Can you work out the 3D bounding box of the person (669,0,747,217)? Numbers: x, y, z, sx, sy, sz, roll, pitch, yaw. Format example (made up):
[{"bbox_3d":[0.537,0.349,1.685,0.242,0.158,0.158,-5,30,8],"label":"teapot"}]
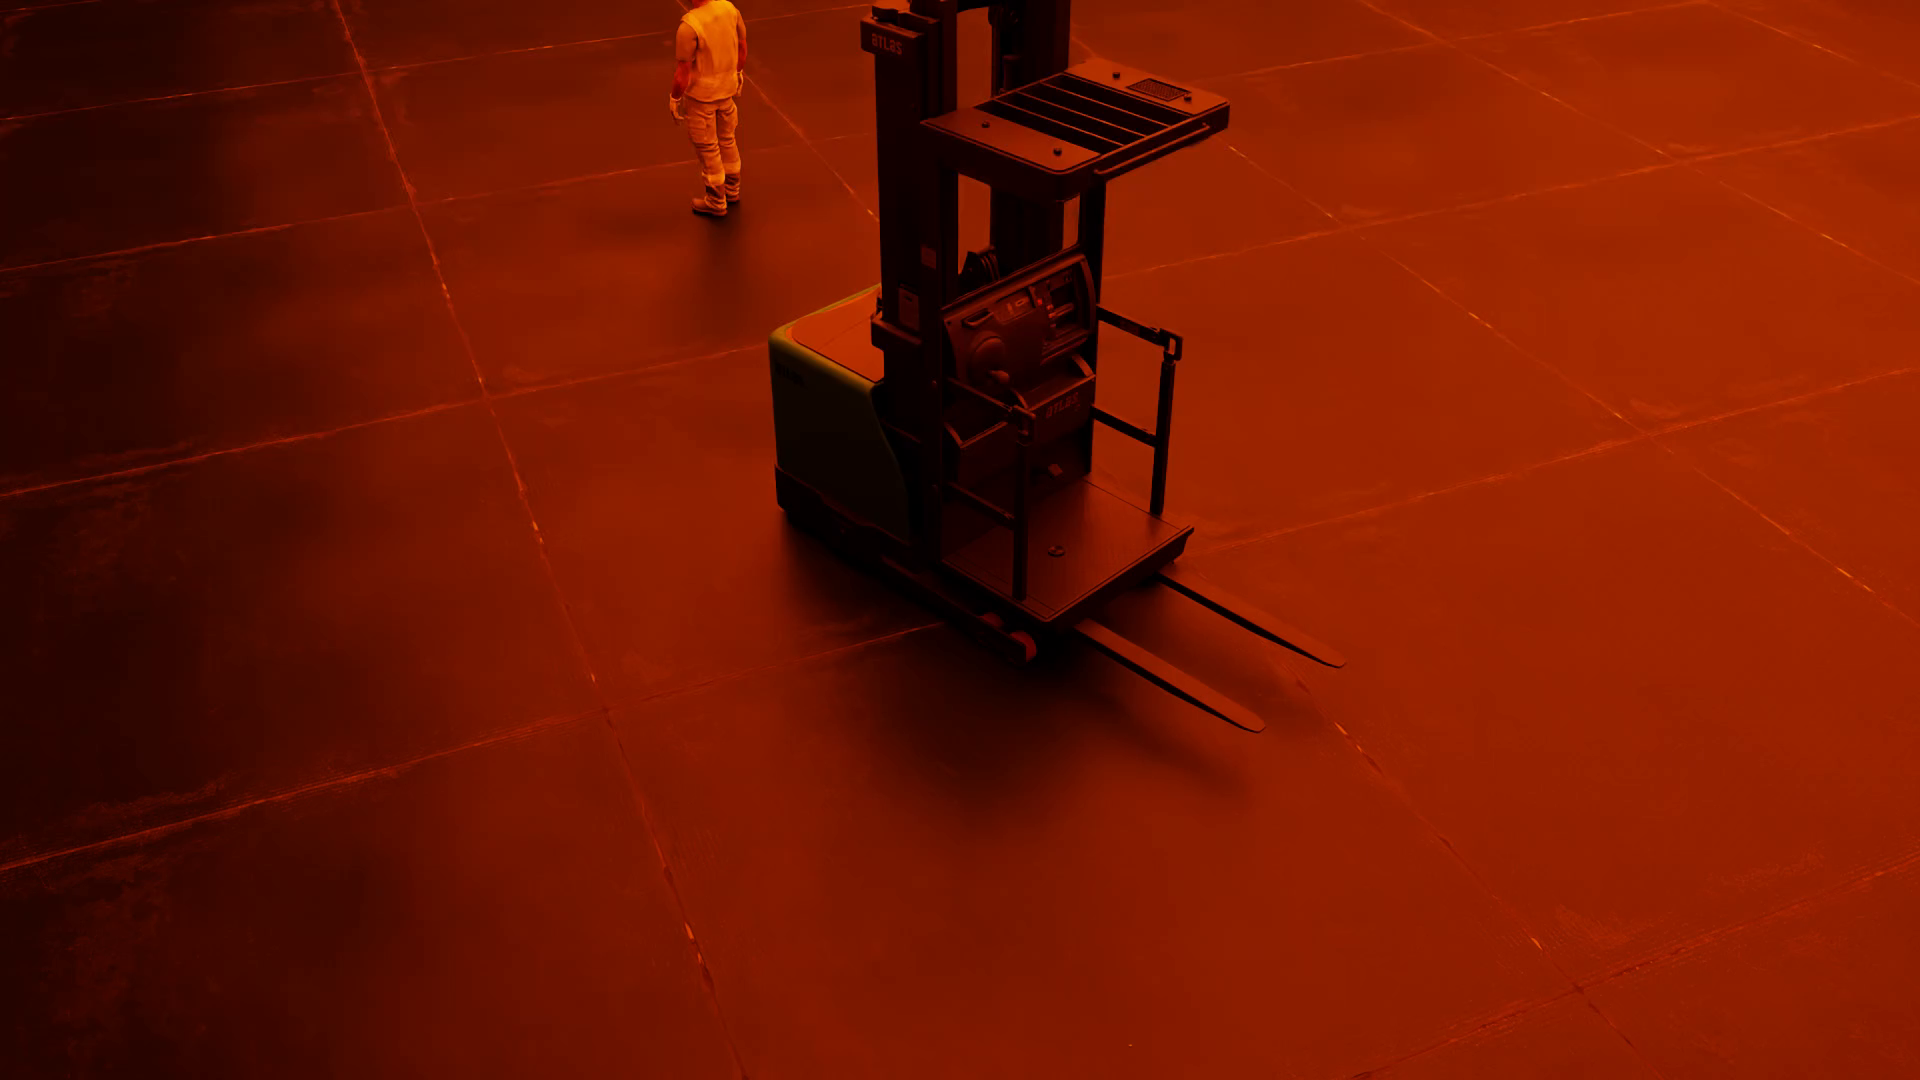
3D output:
[{"bbox_3d":[-1.768,-3.093,11.421,0.564,1.787,0.637,28,44,33],"label":"person"}]

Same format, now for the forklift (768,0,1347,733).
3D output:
[{"bbox_3d":[0.432,-0.946,7.429,3.031,2.935,1.130,30,45,35],"label":"forklift"}]
